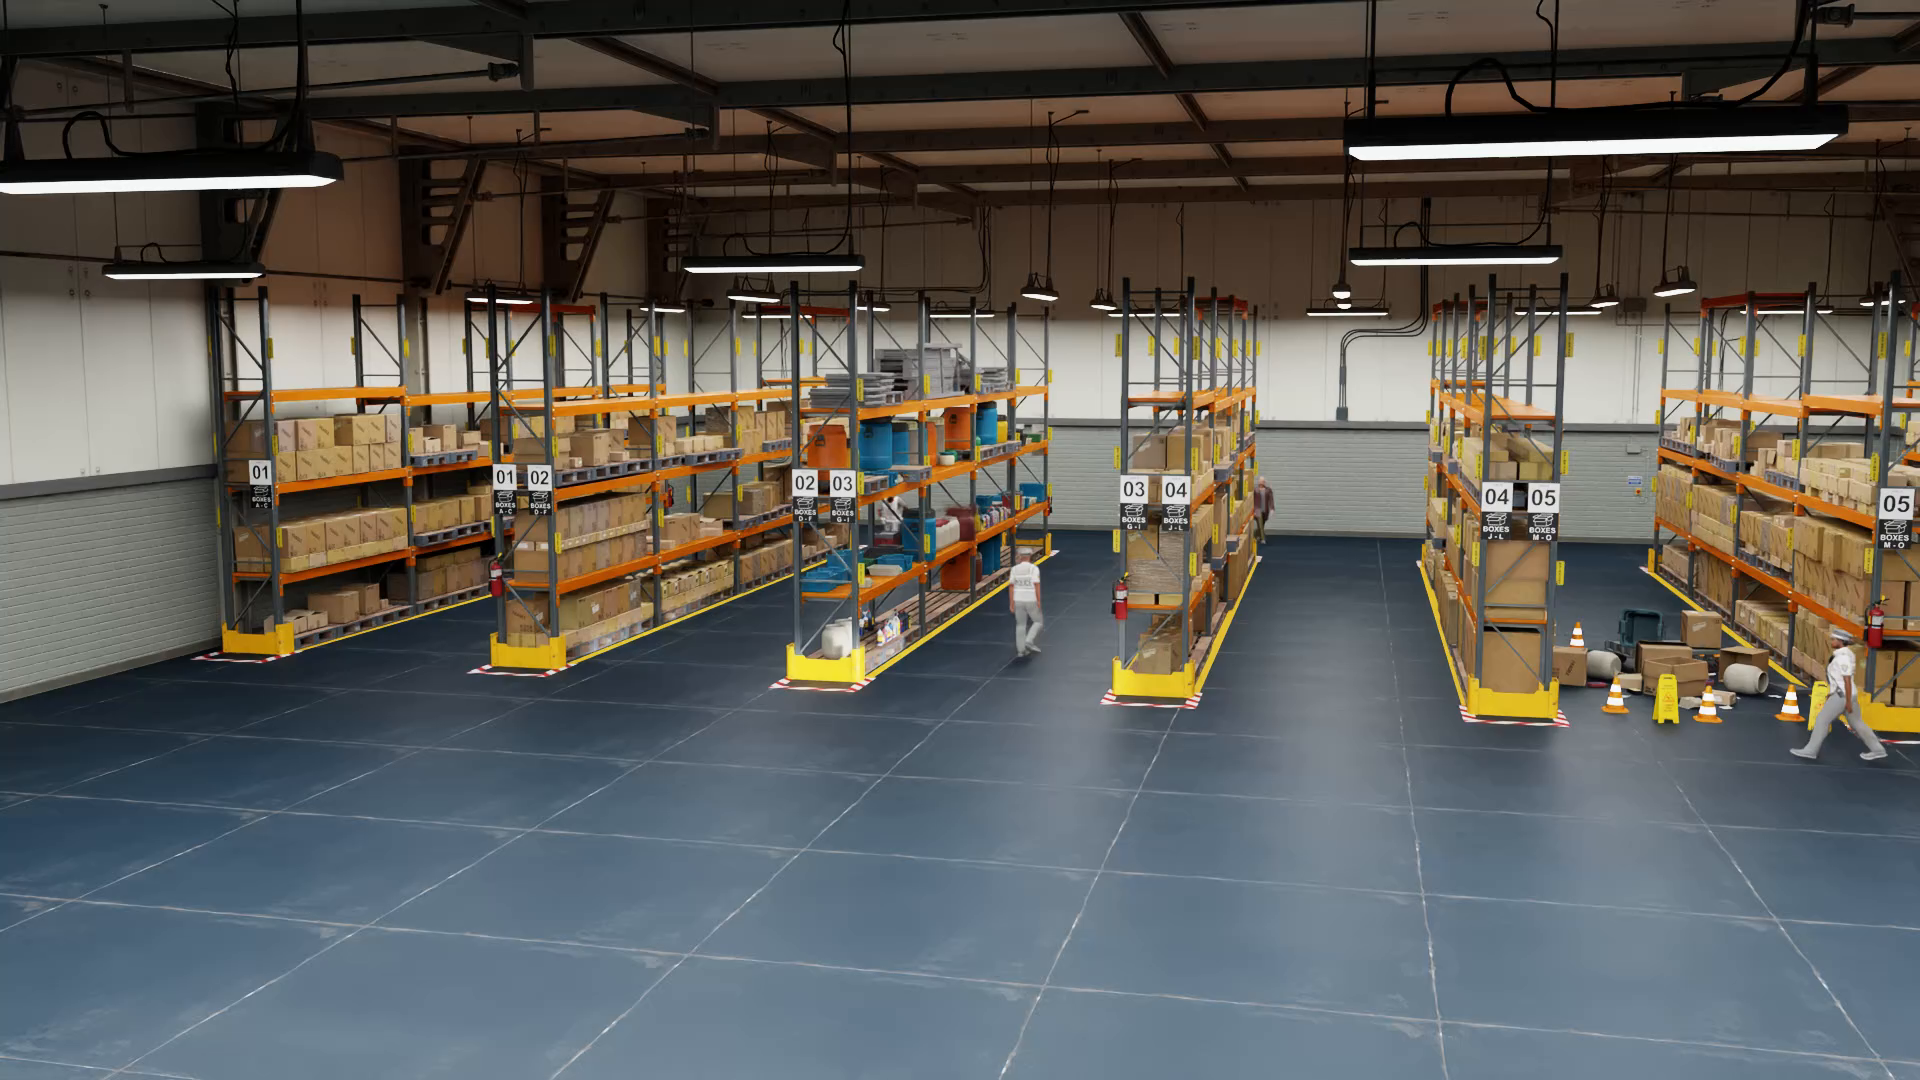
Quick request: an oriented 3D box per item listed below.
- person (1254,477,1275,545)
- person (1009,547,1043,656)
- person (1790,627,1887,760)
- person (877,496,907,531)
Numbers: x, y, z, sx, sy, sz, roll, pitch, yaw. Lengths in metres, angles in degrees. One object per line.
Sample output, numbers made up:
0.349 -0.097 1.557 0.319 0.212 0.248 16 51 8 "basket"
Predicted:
7.738 -0.768 42.601 0.561 1.712 1.204 -1 7 -12 "person"
1.067 1.017 27.126 0.587 1.745 0.493 3 7 25 "person"
10.699 1.873 20.173 1.039 1.624 0.446 4 8 30 "person"
-1.644 -0.453 40.296 0.692 1.676 0.680 2 7 20 "person"
